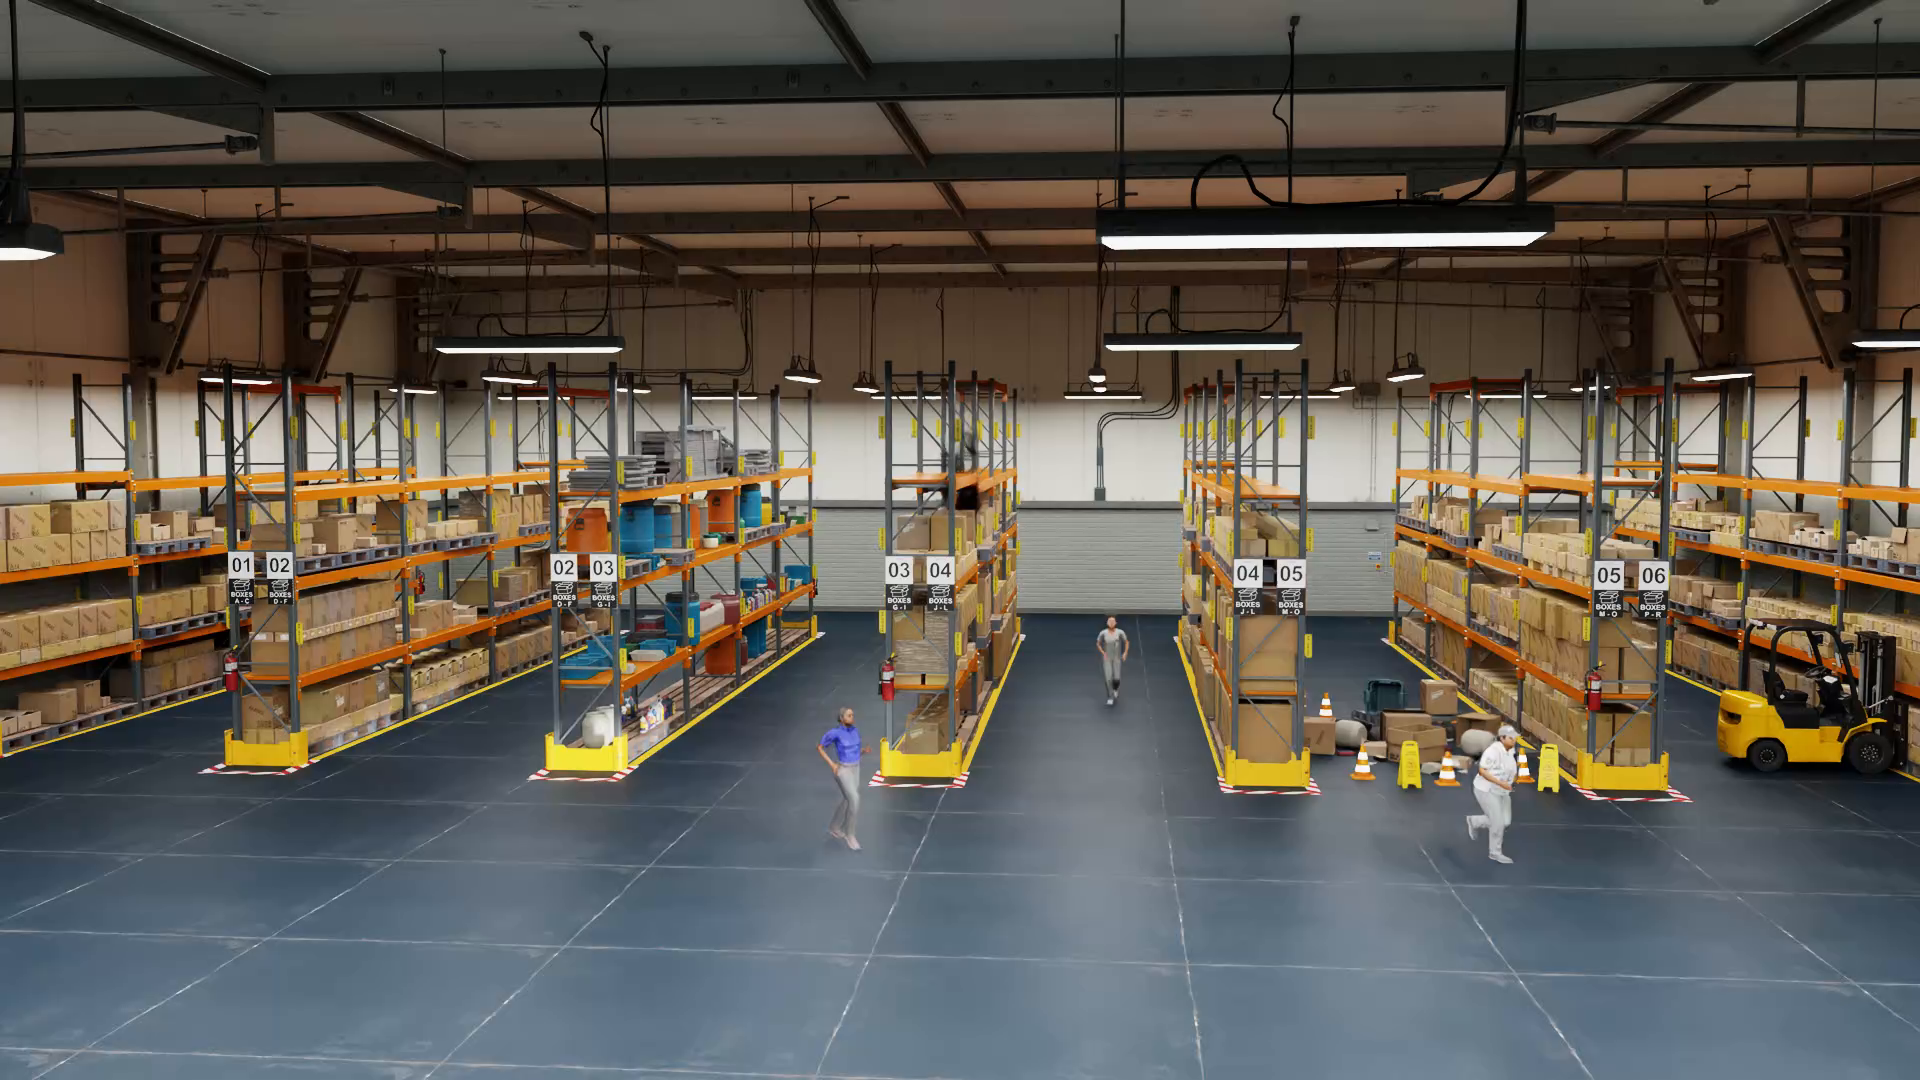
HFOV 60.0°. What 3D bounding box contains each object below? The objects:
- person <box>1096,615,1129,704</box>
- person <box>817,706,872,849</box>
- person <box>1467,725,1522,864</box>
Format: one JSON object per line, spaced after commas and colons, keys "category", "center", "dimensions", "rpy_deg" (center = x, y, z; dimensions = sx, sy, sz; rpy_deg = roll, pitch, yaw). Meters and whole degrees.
{"category": "person", "center": [2.797, 2.188, 30.496], "dimensions": [0.596, 1.630, 0.588], "rpy_deg": [0, 4, 2]}
{"category": "person", "center": [-1.356, 2.863, 20.064], "dimensions": [0.693, 1.715, 0.555], "rpy_deg": [3, 5, 35]}
{"category": "person", "center": [6.196, 2.936, 19.376], "dimensions": [0.579, 1.616, 0.720], "rpy_deg": [-2, 4, -33]}
